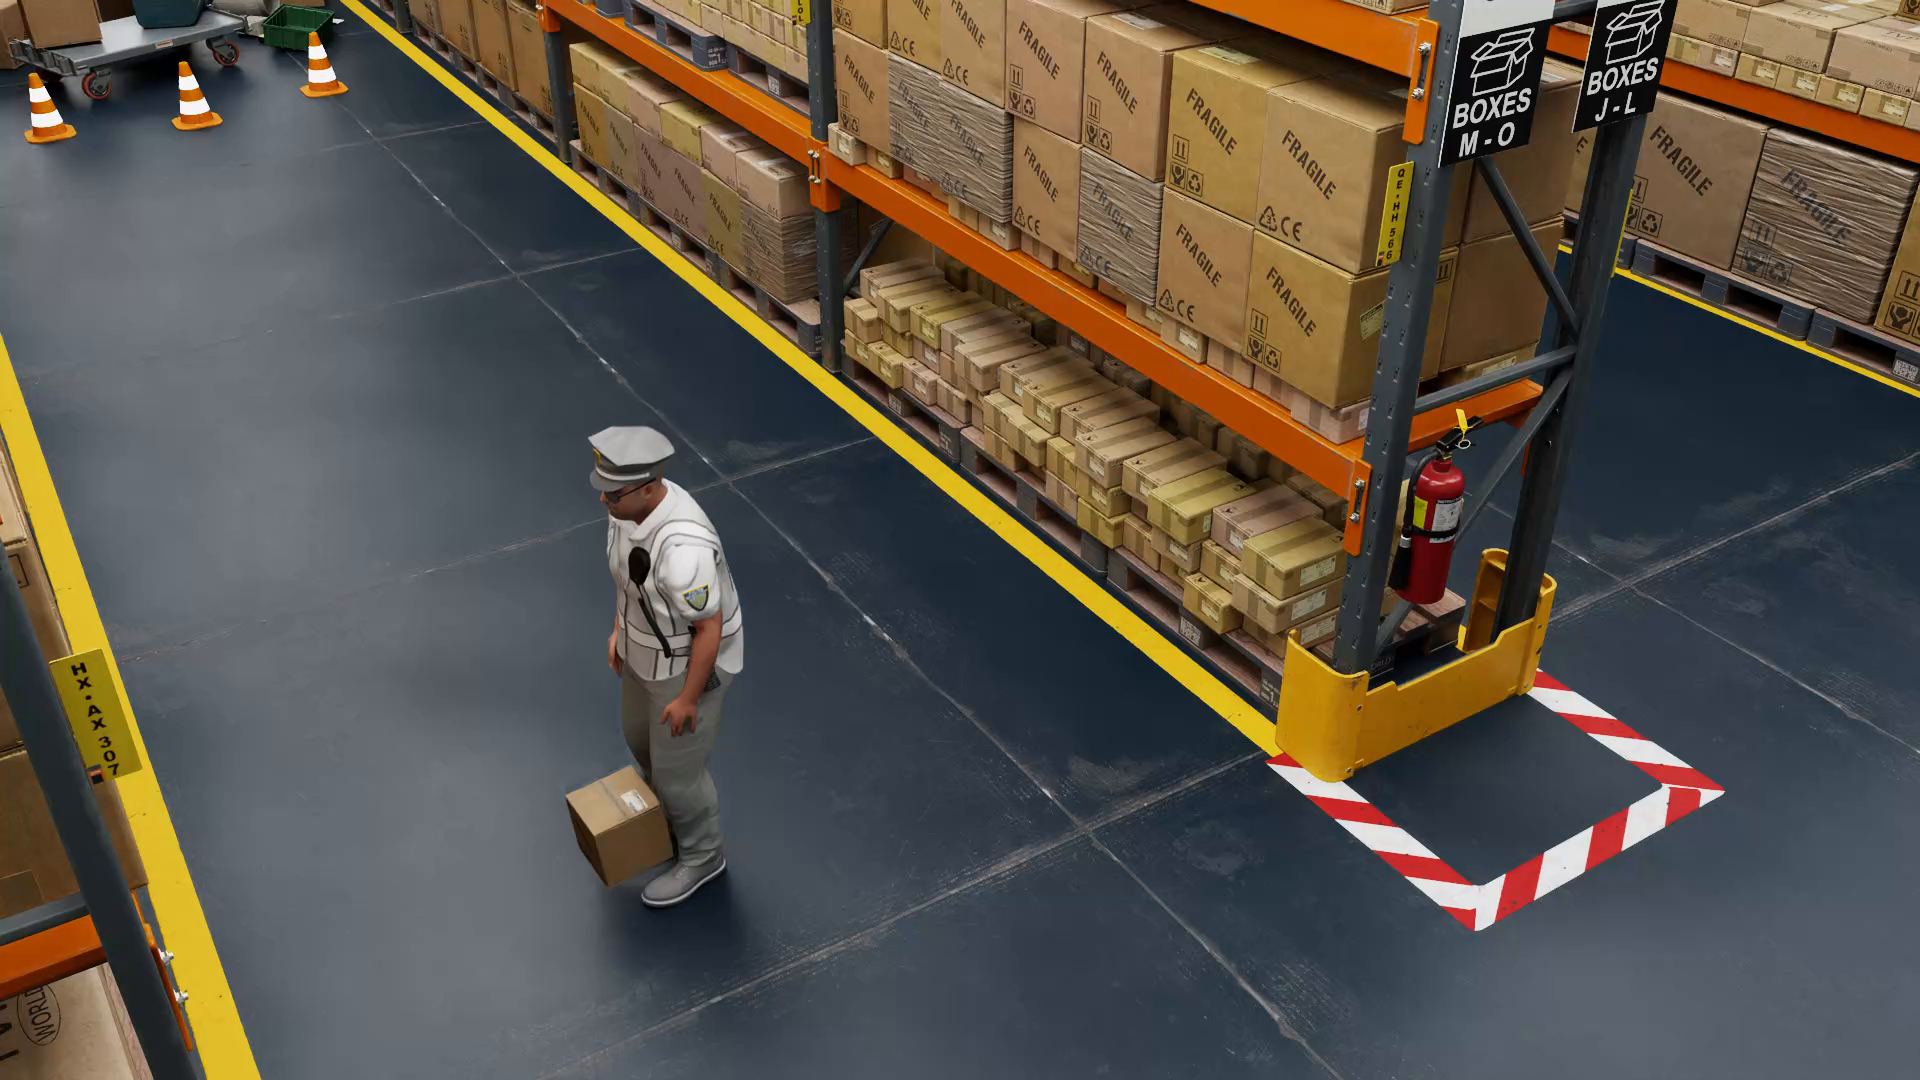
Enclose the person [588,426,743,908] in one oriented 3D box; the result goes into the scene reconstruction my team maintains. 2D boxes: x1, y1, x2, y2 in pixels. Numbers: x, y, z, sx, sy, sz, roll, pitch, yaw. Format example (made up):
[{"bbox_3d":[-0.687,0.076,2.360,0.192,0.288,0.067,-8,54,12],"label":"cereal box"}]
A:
[{"bbox_3d":[-0.969,0.404,5.493,0.476,1.749,0.570,-20,38,-29],"label":"person"}]
